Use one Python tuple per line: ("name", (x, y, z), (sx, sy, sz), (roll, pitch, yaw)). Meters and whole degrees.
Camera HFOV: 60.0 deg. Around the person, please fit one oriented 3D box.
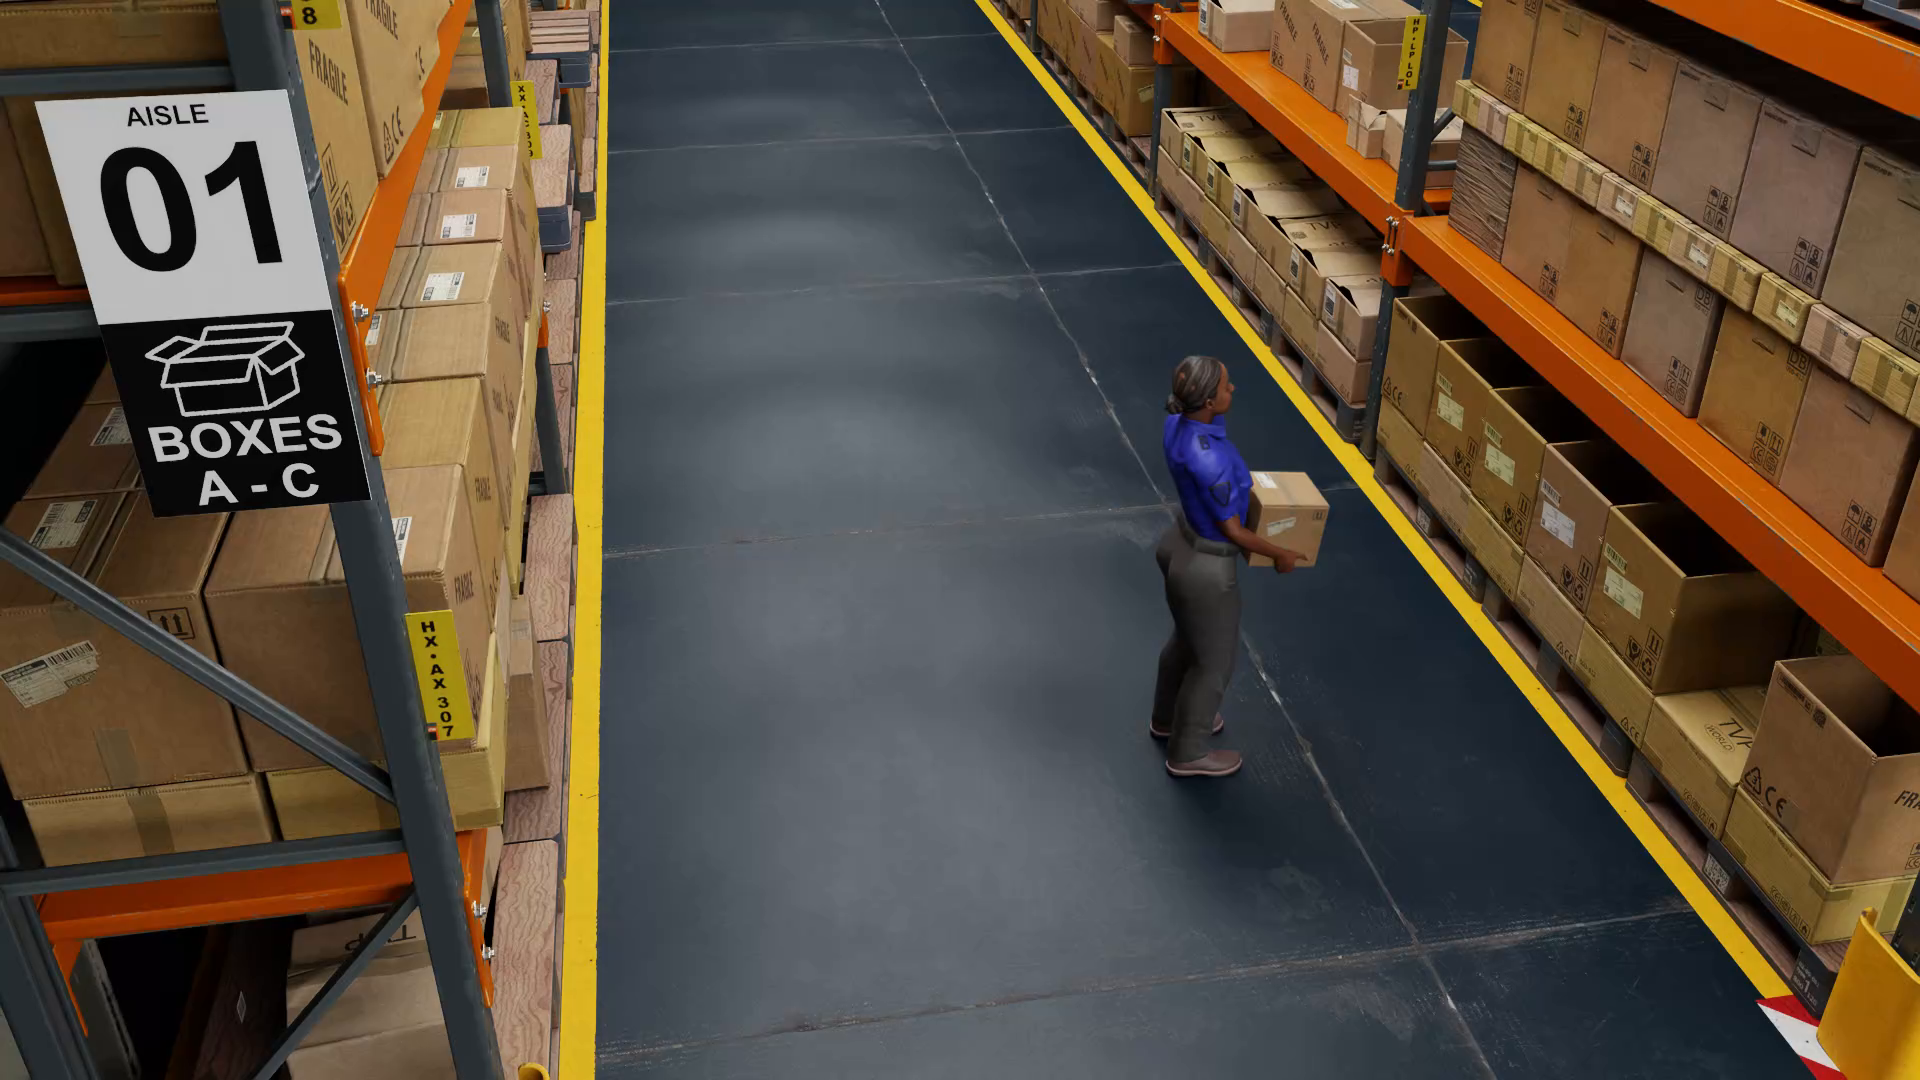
("person", (0.952, 0.090, 5.997), (0.523, 1.646, 0.450), (-5, 31, -8))
